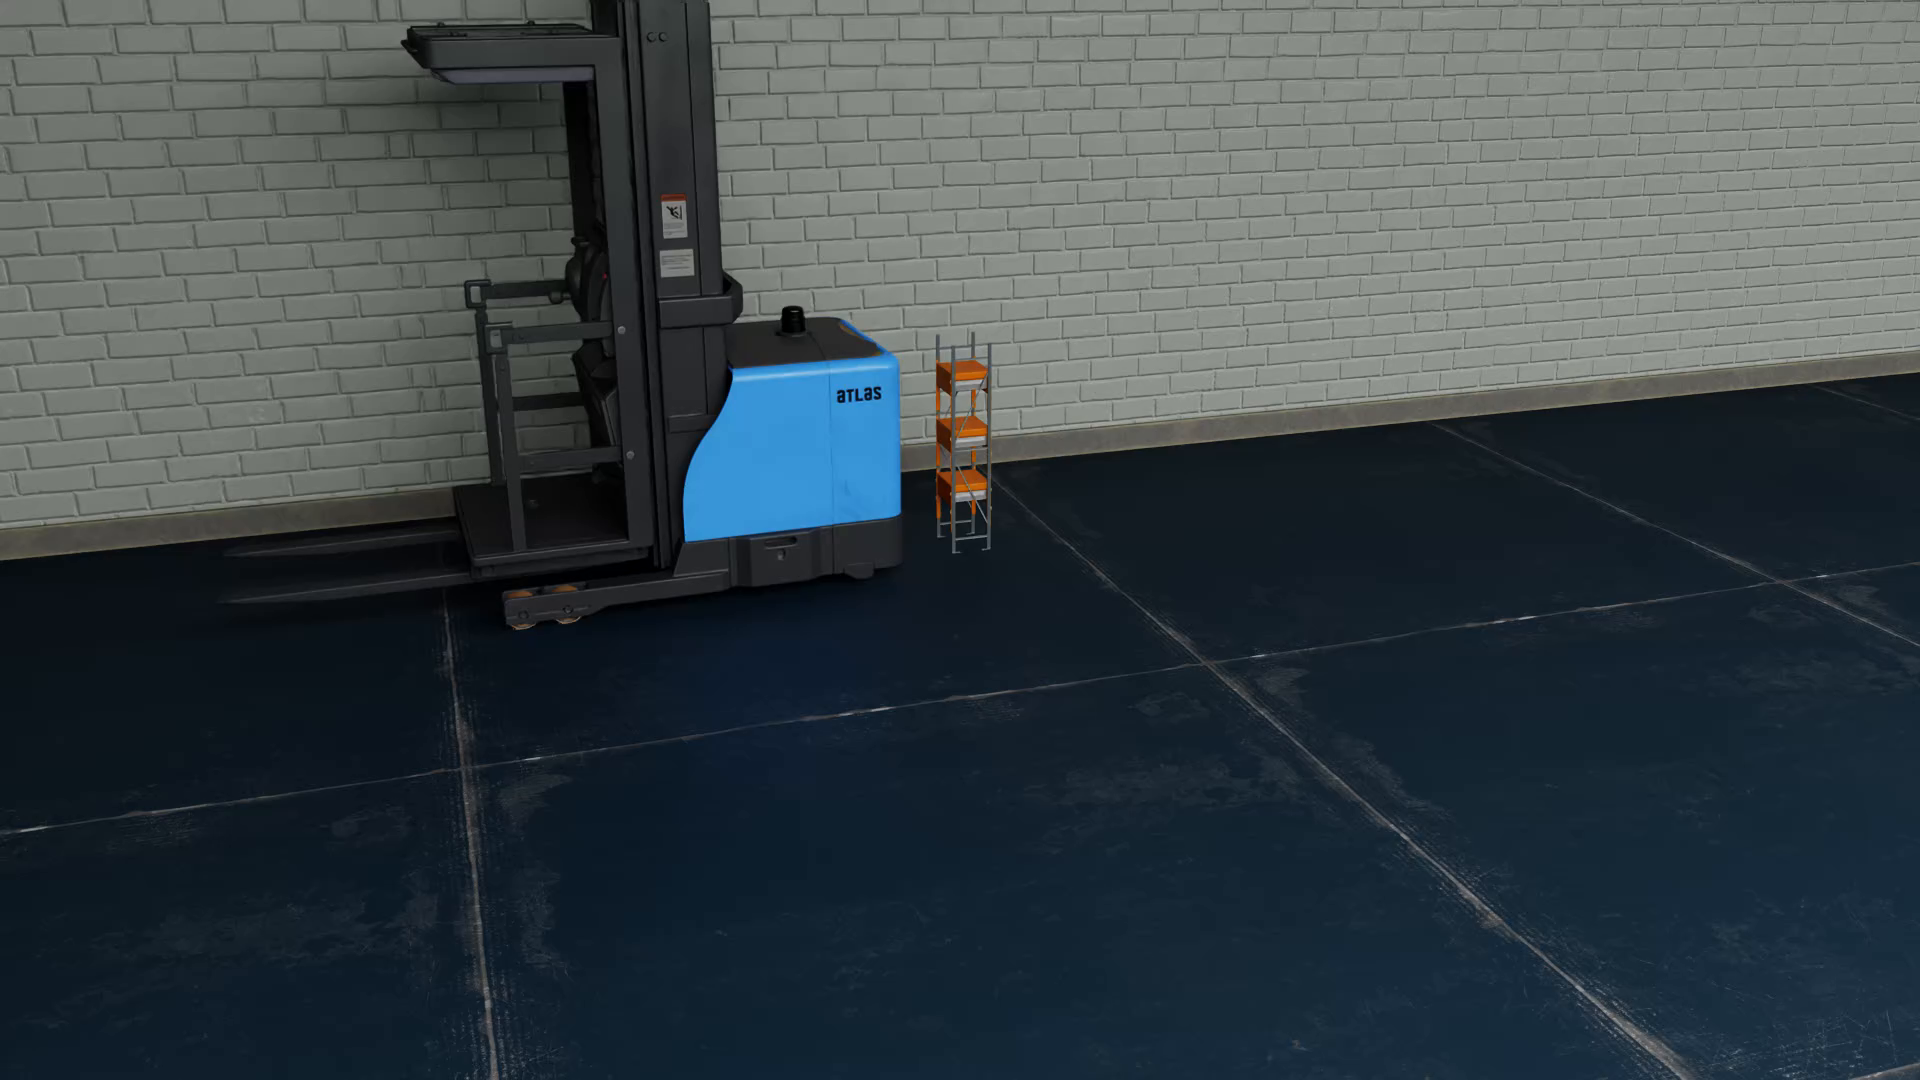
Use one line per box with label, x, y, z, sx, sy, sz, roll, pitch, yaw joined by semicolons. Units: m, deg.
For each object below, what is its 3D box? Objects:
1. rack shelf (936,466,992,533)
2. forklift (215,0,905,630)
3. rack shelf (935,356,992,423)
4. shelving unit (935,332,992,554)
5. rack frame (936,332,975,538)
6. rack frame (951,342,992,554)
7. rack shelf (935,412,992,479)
rack shelf;0.017;-0.205;8.289;0.215;0.259;0.240;-6;21;-17
forklift;-1.837;-1.187;7.384;3.031;2.935;1.130;-7;21;-19
rack shelf;0.017;-0.734;8.099;0.215;0.259;0.240;-6;21;-17
shelving unit;0.017;-0.477;8.191;0.215;1.050;0.252;-6;21;-17
rack frame;-0.022;-0.516;8.300;0.200;1.050;0.008;-6;21;-17
rack frame;0.055;-0.438;8.082;0.200;1.050;0.008;-6;21;-17
rack shelf;0.017;-0.467;8.195;0.215;0.259;0.240;-6;21;-17
